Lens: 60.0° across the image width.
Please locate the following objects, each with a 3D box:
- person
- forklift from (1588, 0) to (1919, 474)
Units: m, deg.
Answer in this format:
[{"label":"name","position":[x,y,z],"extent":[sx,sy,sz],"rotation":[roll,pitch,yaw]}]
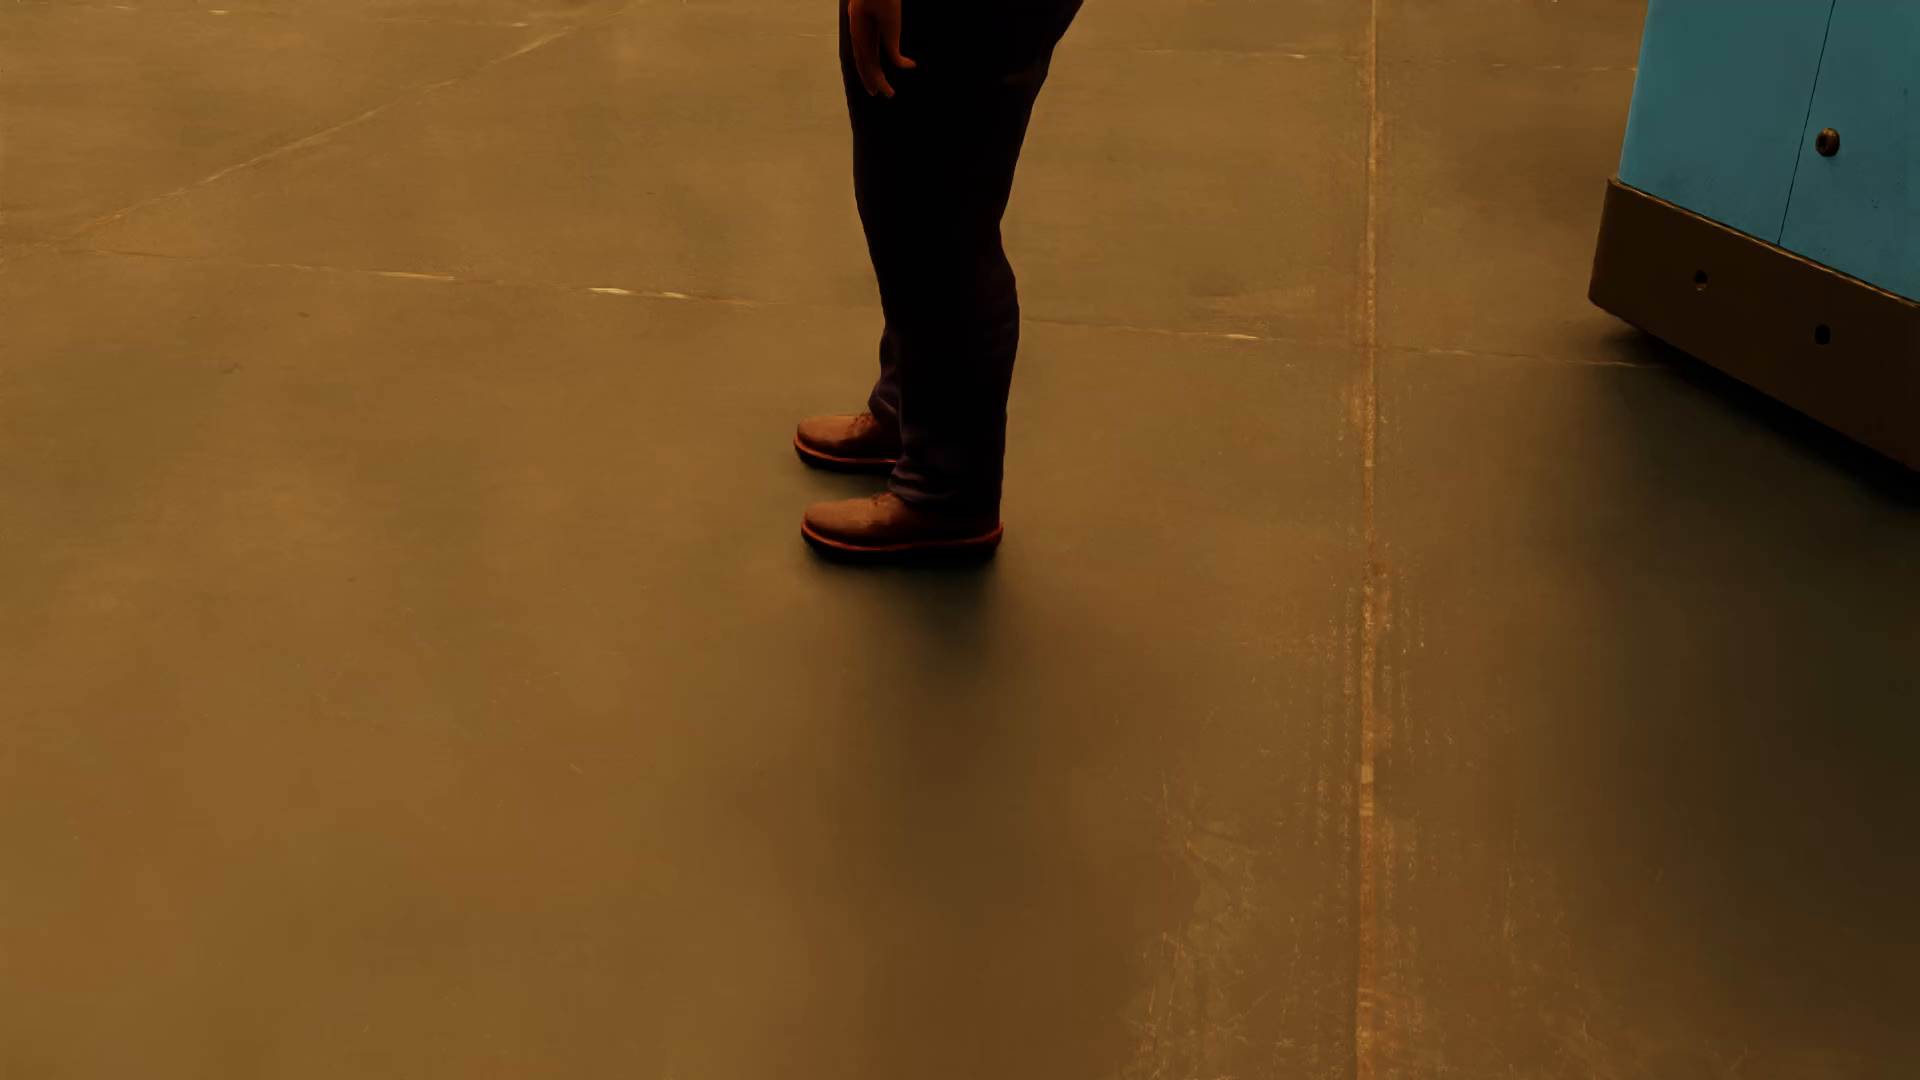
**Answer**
[{"label":"person","position":[-0.083,-0.761,2.163],"extent":[0.502,1.650,0.599],"rotation":[6,27,11]},{"label":"forklift","position":[2.814,-1.702,2.619],"extent":[3.031,2.935,1.130],"rotation":[-7,28,-14]}]
